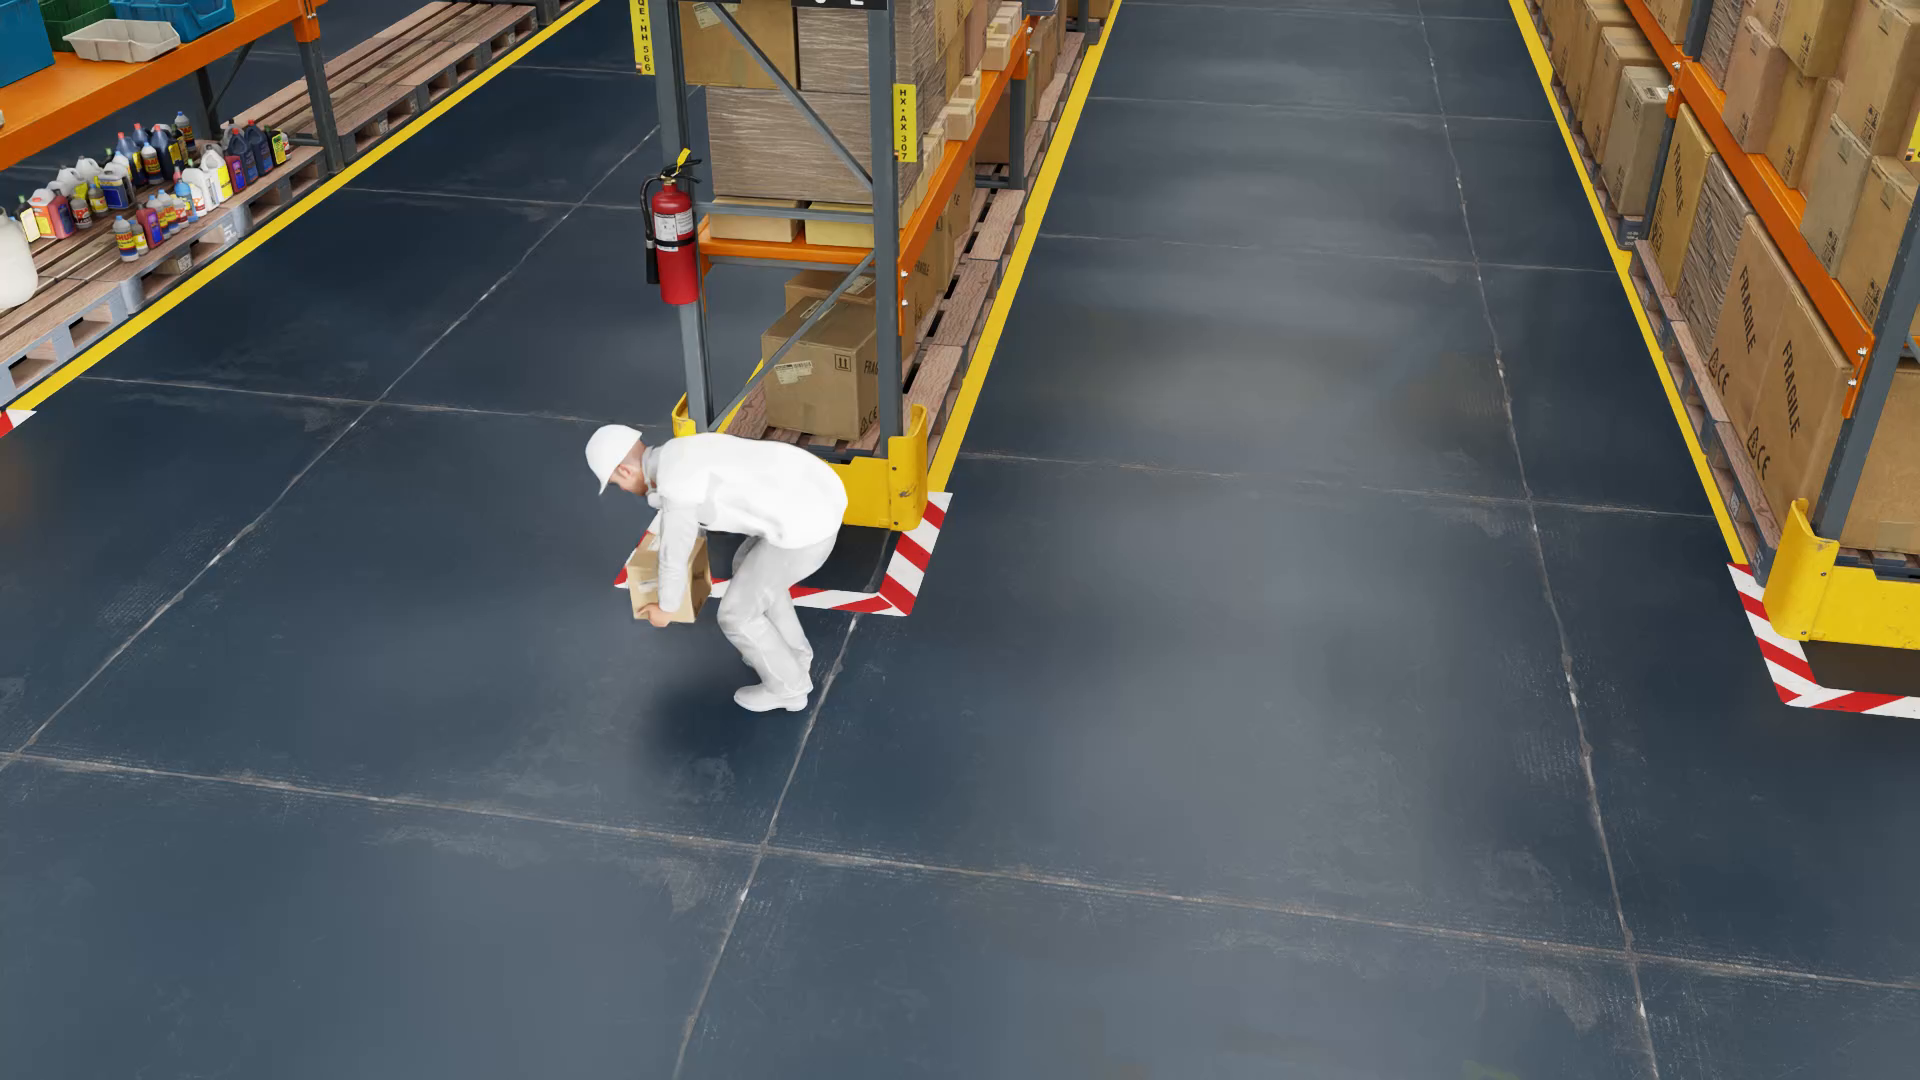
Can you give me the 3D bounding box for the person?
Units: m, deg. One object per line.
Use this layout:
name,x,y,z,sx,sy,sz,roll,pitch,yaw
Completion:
person,-0.946,0.090,6.549,0.965,1.157,0.486,4,32,6
